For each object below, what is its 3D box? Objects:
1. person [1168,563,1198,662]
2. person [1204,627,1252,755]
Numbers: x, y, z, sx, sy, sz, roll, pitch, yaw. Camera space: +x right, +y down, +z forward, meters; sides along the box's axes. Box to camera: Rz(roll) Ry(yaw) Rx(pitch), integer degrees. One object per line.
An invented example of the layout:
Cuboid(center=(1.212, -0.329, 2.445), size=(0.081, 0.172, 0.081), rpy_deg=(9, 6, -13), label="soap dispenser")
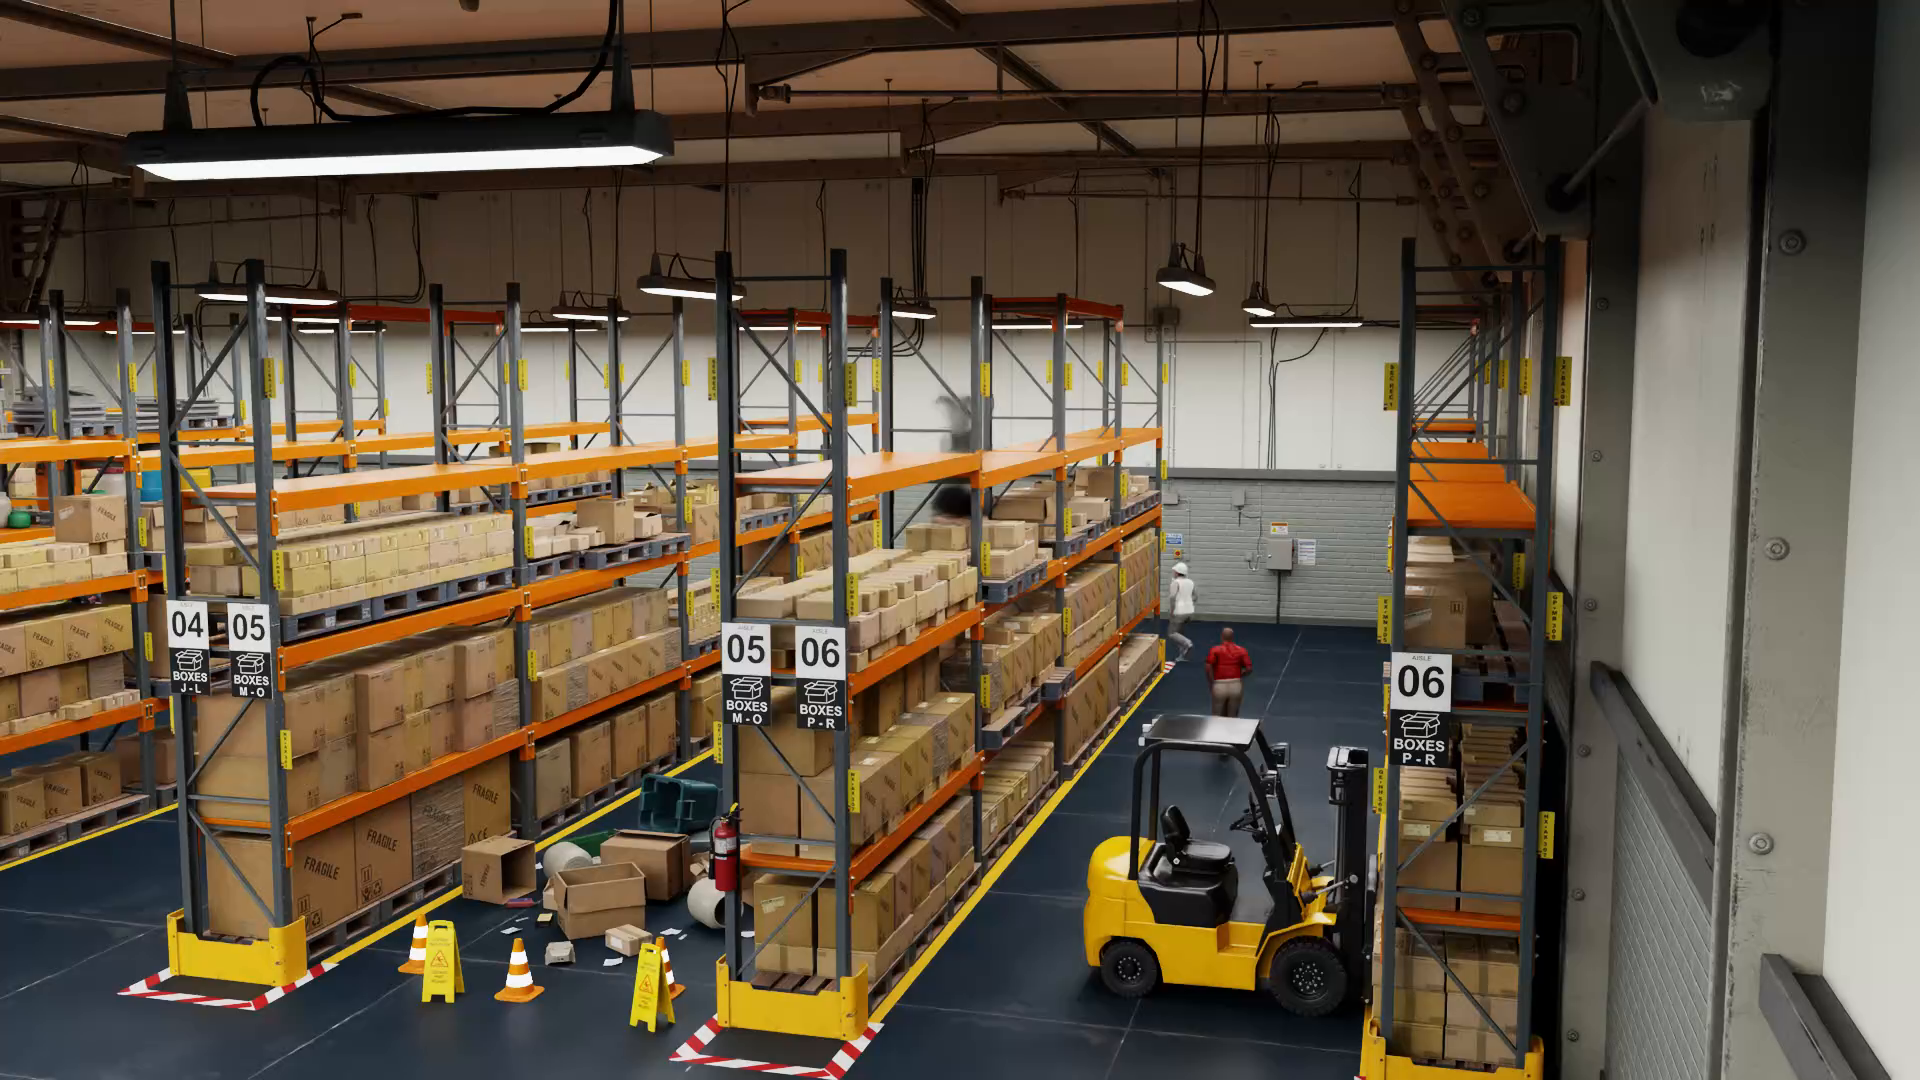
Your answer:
Cuboid(center=(3.860, 1.264, 28.801), size=(0.664, 1.736, 0.646), rpy_deg=(-5, 8, -37), label="person")
Cuboid(center=(3.546, 1.998, 22.084), size=(0.646, 1.696, 0.628), rpy_deg=(0, 6, 4), label="person")
